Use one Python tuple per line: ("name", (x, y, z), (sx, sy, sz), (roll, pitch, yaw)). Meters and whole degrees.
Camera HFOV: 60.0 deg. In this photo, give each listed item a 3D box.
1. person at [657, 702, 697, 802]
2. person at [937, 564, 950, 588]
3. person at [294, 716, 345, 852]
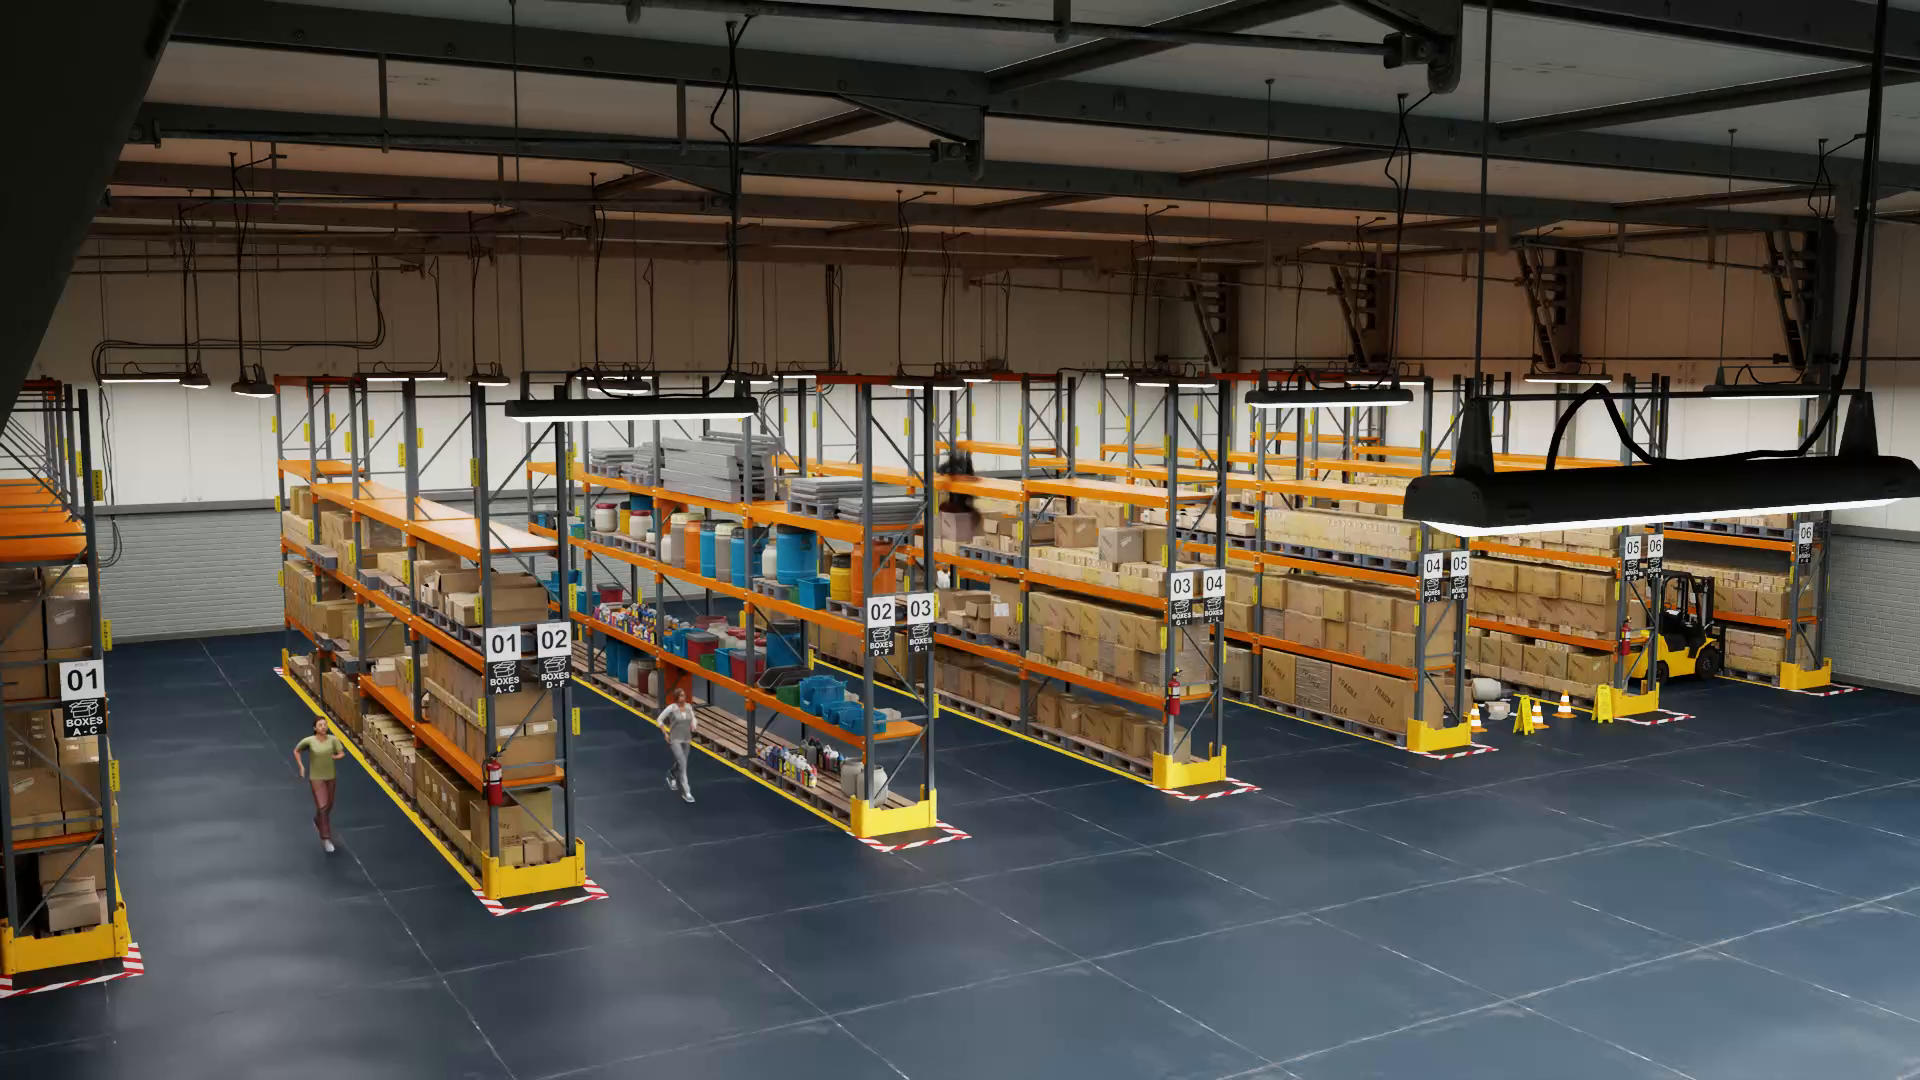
("person", (-4.033, 3.017, 23.925), (0.547, 1.376, 0.803), (-6, 8, -42))
("person", (-0.342, 1.368, 37.677), (0.635, 1.798, 0.768), (-4, 7, -32))
("person", (-8.285, 3.121, 21.621), (0.557, 1.701, 0.879), (-6, 8, -42))
